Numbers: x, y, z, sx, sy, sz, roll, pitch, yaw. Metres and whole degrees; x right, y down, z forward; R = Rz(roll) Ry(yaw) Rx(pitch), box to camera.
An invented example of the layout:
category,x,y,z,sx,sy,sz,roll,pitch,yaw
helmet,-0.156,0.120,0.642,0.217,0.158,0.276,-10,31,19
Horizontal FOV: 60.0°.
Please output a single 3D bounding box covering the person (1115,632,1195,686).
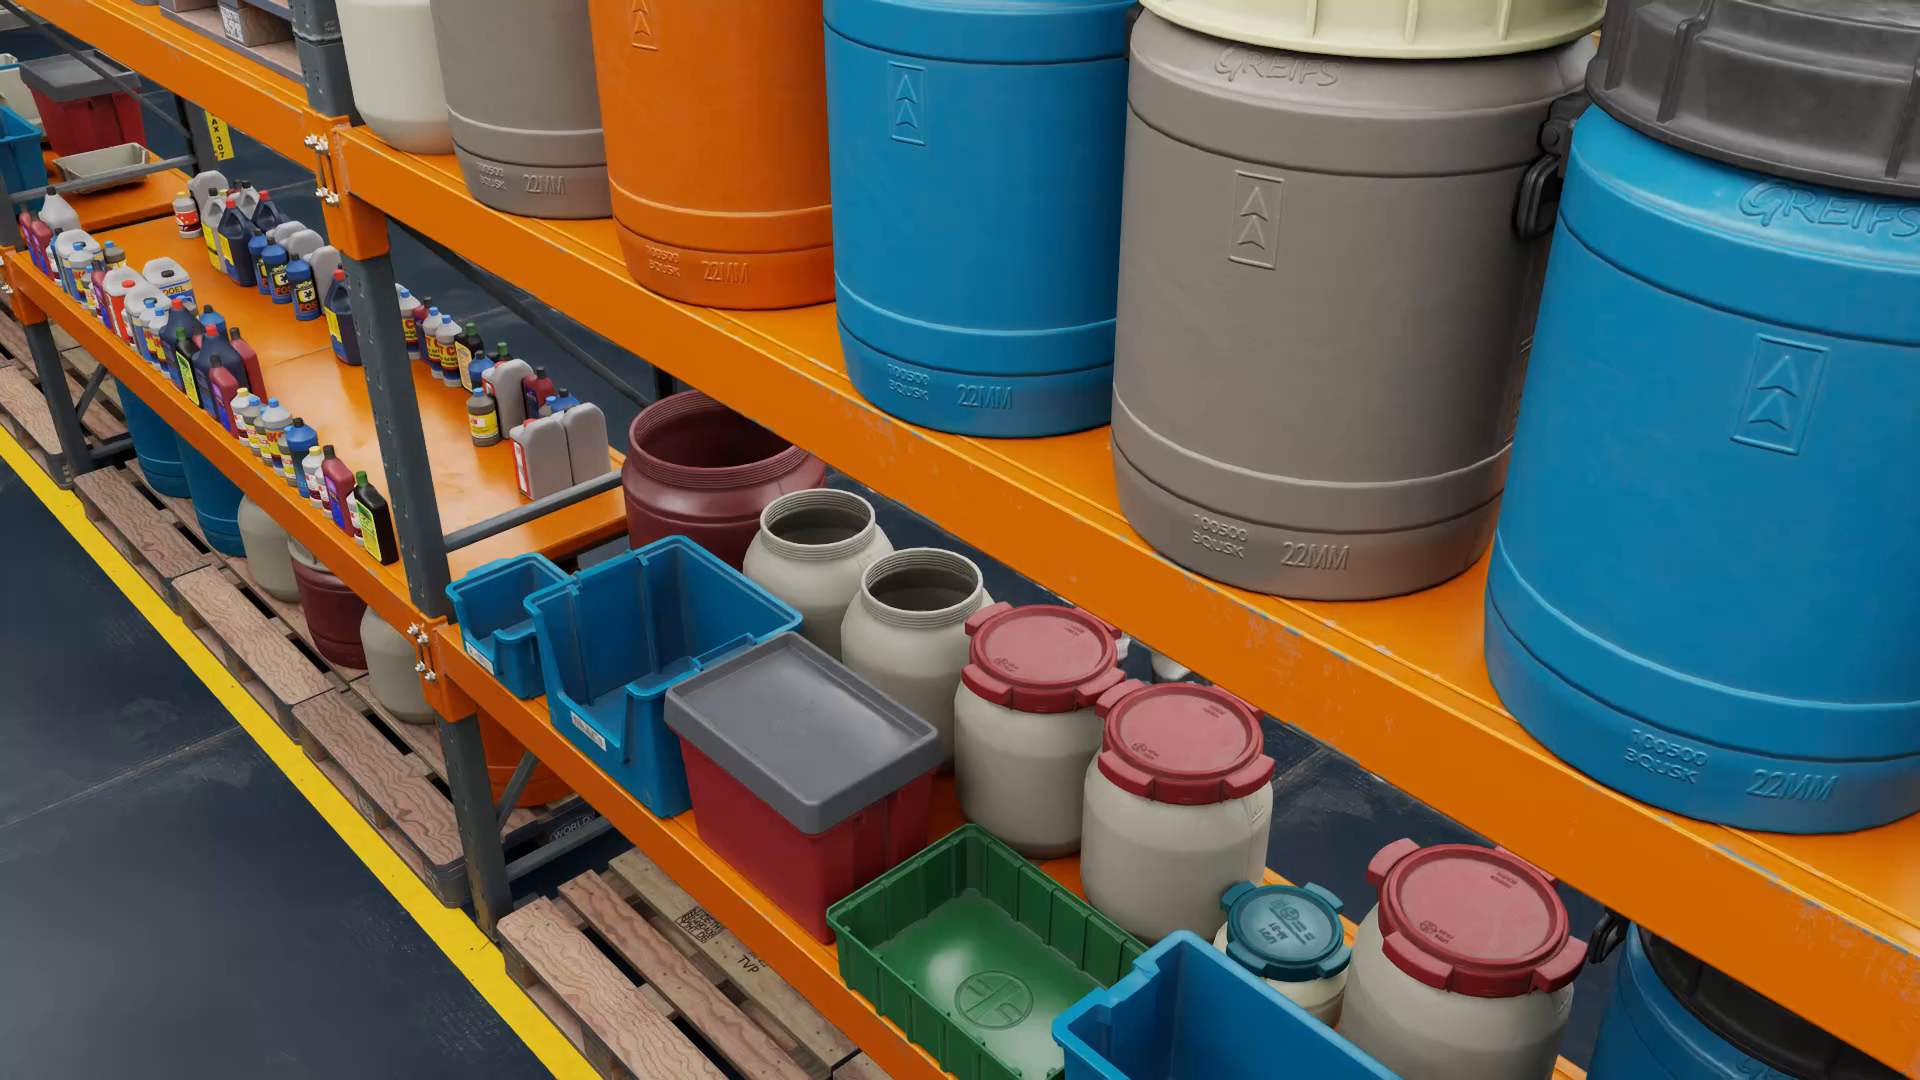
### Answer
category,x,y,z,sx,sy,sz,roll,pitch,yaw
person,0.743,-0.097,6.272,0.409,1.789,0.522,-25,40,-35
